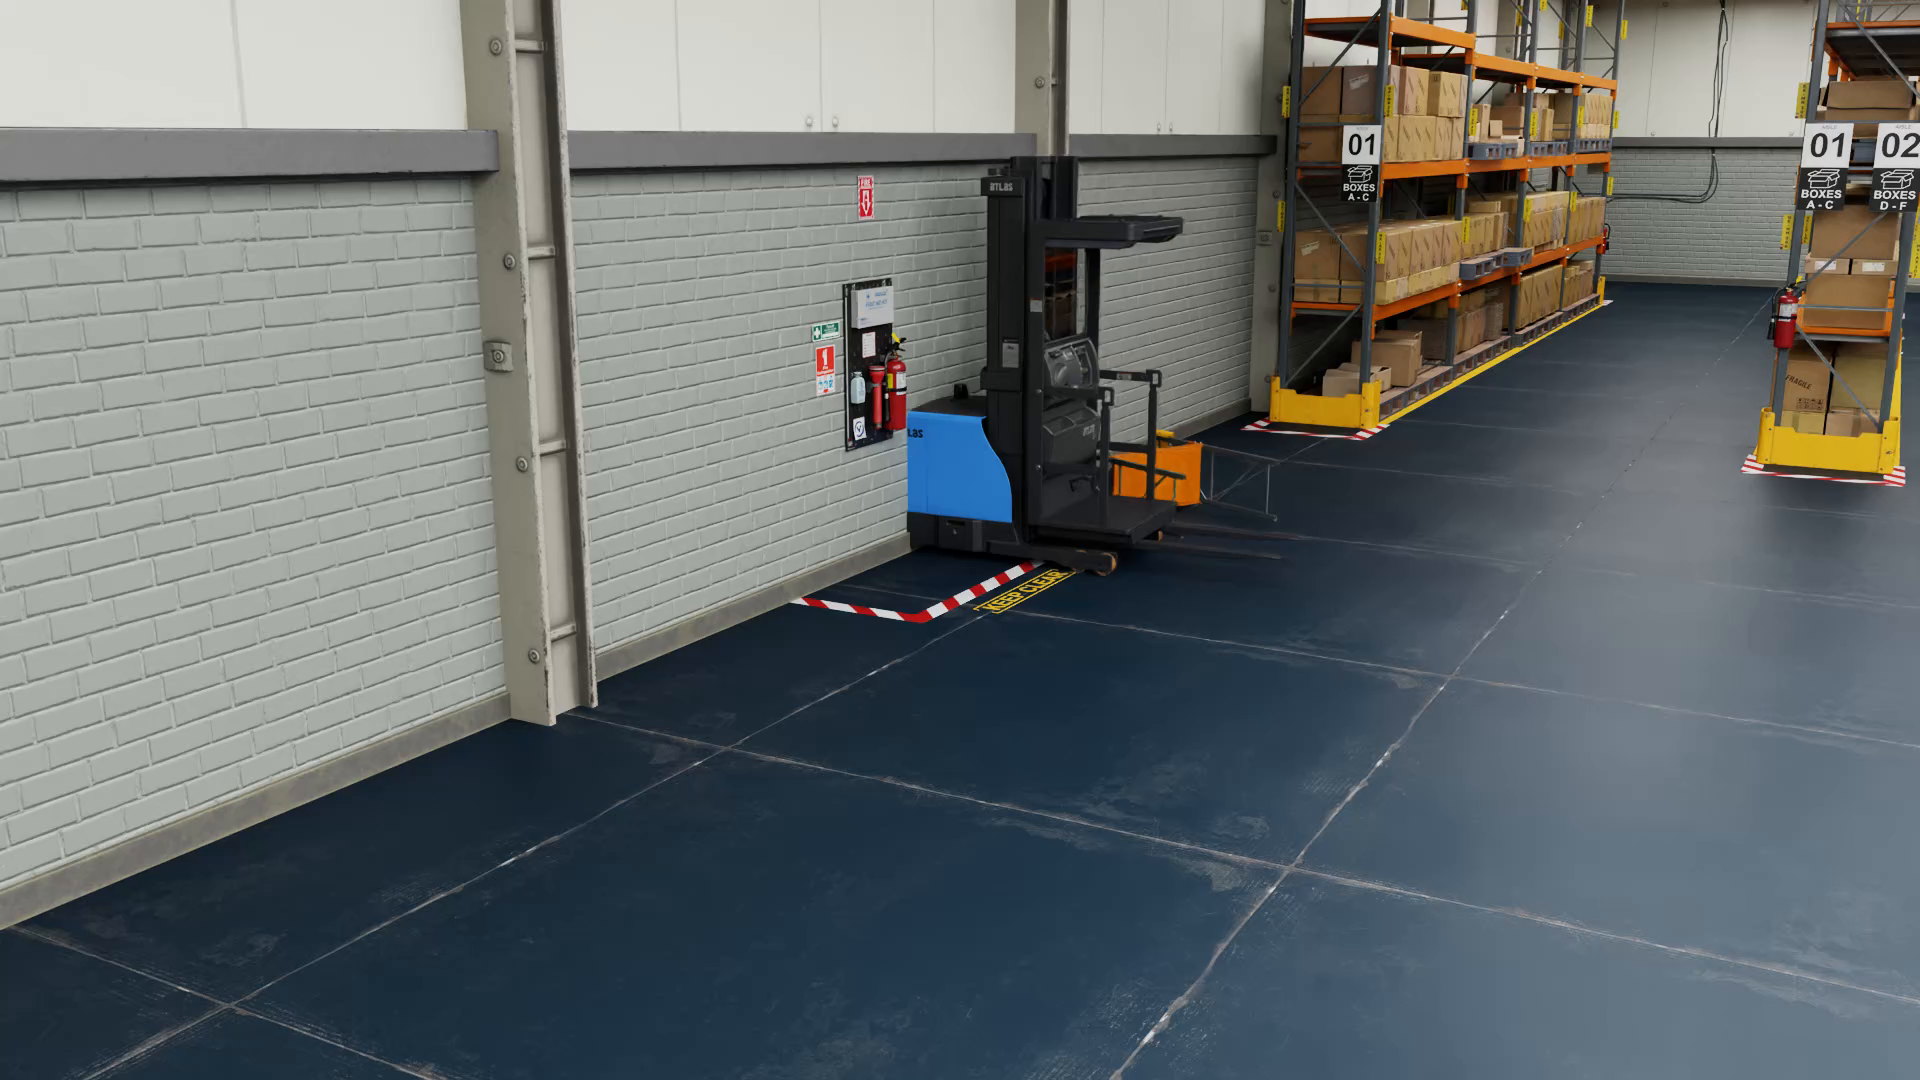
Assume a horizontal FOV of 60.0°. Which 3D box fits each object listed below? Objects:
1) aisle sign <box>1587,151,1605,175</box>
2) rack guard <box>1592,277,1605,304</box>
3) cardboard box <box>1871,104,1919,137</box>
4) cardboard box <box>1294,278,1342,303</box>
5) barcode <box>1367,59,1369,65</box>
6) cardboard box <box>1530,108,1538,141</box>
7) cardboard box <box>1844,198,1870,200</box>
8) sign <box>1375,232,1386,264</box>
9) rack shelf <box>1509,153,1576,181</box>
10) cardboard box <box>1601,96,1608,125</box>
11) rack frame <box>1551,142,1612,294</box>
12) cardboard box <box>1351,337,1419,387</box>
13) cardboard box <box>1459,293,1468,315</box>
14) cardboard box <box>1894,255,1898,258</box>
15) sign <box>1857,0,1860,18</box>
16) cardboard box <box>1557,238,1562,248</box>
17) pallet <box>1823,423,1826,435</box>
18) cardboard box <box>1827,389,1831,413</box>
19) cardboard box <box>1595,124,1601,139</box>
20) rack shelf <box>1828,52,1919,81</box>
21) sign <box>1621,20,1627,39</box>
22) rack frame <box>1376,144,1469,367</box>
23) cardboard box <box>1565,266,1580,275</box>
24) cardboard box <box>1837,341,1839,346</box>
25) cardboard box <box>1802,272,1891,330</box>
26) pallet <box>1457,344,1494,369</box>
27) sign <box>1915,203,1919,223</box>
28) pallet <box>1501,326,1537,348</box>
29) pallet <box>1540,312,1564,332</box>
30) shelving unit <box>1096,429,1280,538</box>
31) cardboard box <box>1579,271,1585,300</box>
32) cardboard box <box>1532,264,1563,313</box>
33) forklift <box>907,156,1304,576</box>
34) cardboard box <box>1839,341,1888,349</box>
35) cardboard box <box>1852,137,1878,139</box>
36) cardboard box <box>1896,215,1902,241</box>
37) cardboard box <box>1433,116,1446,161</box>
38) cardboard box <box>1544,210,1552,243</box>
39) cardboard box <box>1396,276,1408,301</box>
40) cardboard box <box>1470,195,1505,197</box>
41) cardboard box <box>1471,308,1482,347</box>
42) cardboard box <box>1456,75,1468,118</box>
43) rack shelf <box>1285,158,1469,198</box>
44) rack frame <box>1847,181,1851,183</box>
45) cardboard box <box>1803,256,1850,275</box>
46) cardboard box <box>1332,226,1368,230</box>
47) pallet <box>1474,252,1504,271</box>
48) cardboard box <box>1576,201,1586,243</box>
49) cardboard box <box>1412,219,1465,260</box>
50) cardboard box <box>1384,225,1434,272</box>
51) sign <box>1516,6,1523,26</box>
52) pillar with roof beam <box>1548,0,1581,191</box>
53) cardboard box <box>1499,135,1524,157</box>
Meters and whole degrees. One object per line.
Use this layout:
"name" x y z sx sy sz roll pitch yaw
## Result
"aisle sign" 12.016 -7.267 31.230 0.394 0.787 0.004 7 15 28
"rack guard" 11.730 -4.812 31.927 1.175 0.500 0.348 7 15 28
"cardboard box" 9.364 -4.268 16.529 0.500 0.500 0.500 7 15 28
"cardboard box" 4.040 -2.794 18.502 0.500 0.250 0.500 8 16 29
"barcode" 4.869 -5.706 19.847 0.001 0.075 0.075 7 15 28
"cardboard box" 8.525 -6.435 25.771 0.700 0.500 0.500 8 16 31
"cardboard box" 9.319 -3.279 17.251 0.700 0.500 0.500 7 15 28
"sign" 4.459 -3.099 17.642 0.100 0.325 0.005 7 15 28
"rack shelf" 8.818 -5.900 26.241 1.077 0.370 4.000 7 15 28
"cardboard box" 11.352 -7.743 29.959 0.500 0.500 0.500 8 16 30
"rack frame" 11.719 -6.022 31.614 1.000 3.000 0.127 7 15 28
"cardboard box" 5.071 -2.132 19.872 0.700 0.500 0.500 6 15 25
"cardboard box" 6.717 -3.275 23.011 0.500 0.250 0.500 7 15 26
"cardboard box" 8.947 -2.705 16.256 0.380 0.149 0.250 7 15 28
"sign" 13.657 -8.116 25.334 0.100 0.325 0.005 7 15 28
"cardboard box" 9.768 -4.933 27.591 0.380 0.149 0.250 8 16 29
"pallet" 8.655 -0.985 16.670 1.003 0.211 1.213 7 15 28
"cardboard box" 9.037 -1.499 17.824 0.500 0.250 0.500 7 15 28
"cardboard box" 11.099 -7.266 29.583 0.500 0.250 0.500 7 15 26
"rack shelf" 11.223 -5.783 20.207 1.077 0.370 4.000 7 15 28
"sign" 12.187 -9.367 30.525 0.100 0.325 0.005 7 15 28
"rack frame" 5.918 -3.560 21.402 1.000 3.000 0.127 7 15 28
"cardboard box" 10.814 -4.805 29.616 0.380 0.149 0.250 7 15 26
"cardboard box" 9.523 -2.069 18.586 0.500 0.500 0.500 7 15 28
"cardboard box" 8.559 -2.322 16.053 0.700 0.500 0.500 7 15 28
"pallet" 6.881 -2.616 23.434 1.003 0.211 1.213 7 15 28
"sign" 12.677 -4.321 22.087 0.100 0.325 0.005 7 15 28
"pallet" 8.298 -3.179 25.768 1.003 0.211 1.213 7 15 28
"pallet" 9.478 -3.679 27.845 1.003 0.211 1.213 7 15 28
"shelving unit" 1.706 -0.473 13.688 1.083 0.587 1.500 -10 17 -34
"cardboard box" 10.983 -4.651 30.361 0.700 0.500 0.500 7 15 26
"cardboard box" 9.585 -4.213 27.799 0.750 0.750 0.750 8 15 29
"forklift" 1.007 -1.309 12.209 3.031 2.935 1.130 7 15 25
"cardboard box" 9.504 -1.804 17.485 0.500 0.500 0.500 7 15 28
"cardboard box" 10.562 -4.715 19.214 0.500 0.250 0.500 9 16 34
"cardboard box" 13.005 -4.381 23.698 0.700 0.500 0.500 11 17 38
"cardboard box" 5.400 -4.725 19.577 0.500 0.500 0.500 7 15 26
"cardboard box" 9.057 -4.971 26.360 0.500 0.500 0.500 8 16 30
"cardboard box" 4.736 -2.849 18.728 0.500 0.250 0.500 7 15 26
"cardboard box" 8.097 -5.177 25.616 0.500 0.250 0.500 7 15 26
"cardboard box" 6.983 -3.029 23.590 0.700 0.500 0.500 7 15 28
"cardboard box" 5.913 -5.430 20.365 0.500 0.500 0.500 6 15 23
"rack shelf" 4.951 -4.259 19.433 1.077 0.370 4.000 7 15 28
"rack frame" 16.057 -5.462 29.289 1.000 3.000 0.127 7 15 28
"cardboard box" 8.340 -2.643 16.000 0.380 0.149 0.250 7 15 27
"cardboard box" 4.524 -3.371 19.292 0.500 0.500 0.500 7 15 27
"pallet" 6.930 -3.877 23.125 1.003 0.211 1.213 7 15 28
"cardboard box" 10.419 -5.606 29.247 0.980 0.700 0.700 7 15 27
"cardboard box" 6.194 -3.924 21.756 0.700 0.500 0.500 7 15 28
"cardboard box" 5.220 -3.418 19.488 0.500 0.500 0.500 8 16 30
"sign" 9.311 -8.717 27.661 0.100 0.325 0.005 7 15 28
"pillar with roof beam" 16.035 -9.103 31.592 9.100 9.000 0.400 7 15 28
"cardboard box" 7.740 -5.627 23.723 0.500 0.311 0.500 7 15 28
